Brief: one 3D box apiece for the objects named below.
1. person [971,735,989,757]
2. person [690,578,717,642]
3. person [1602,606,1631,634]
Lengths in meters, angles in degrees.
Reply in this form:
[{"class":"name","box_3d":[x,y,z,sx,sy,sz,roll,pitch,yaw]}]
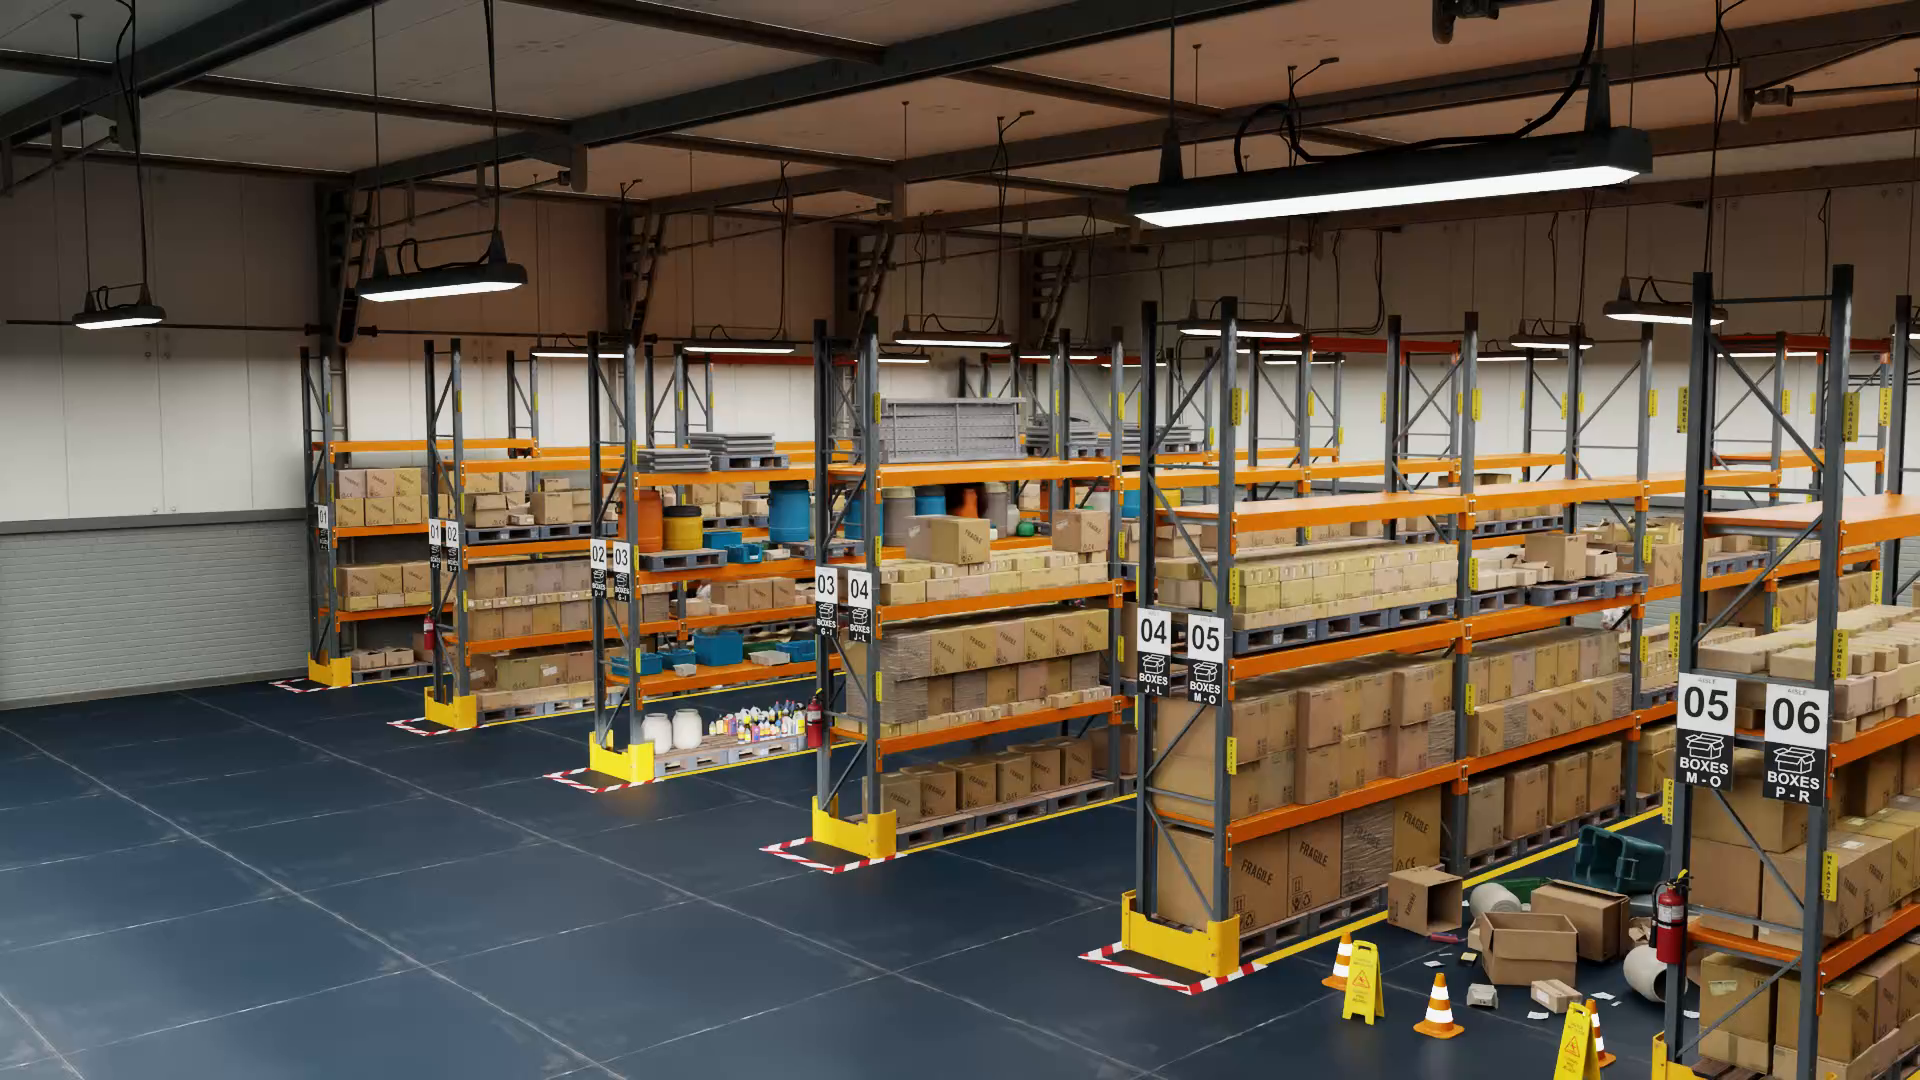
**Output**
[{"class":"person","box_3d":[0.237,2.281,23.590,0.540,1.747,0.786,4,6,36]},{"class":"person","box_3d":[-4.786,1.506,31.369,1.046,1.801,0.705,-4,7,-41]},{"class":"person","box_3d":[11.636,1.747,29.518,0.588,1.704,0.802,0,5,-5]}]
